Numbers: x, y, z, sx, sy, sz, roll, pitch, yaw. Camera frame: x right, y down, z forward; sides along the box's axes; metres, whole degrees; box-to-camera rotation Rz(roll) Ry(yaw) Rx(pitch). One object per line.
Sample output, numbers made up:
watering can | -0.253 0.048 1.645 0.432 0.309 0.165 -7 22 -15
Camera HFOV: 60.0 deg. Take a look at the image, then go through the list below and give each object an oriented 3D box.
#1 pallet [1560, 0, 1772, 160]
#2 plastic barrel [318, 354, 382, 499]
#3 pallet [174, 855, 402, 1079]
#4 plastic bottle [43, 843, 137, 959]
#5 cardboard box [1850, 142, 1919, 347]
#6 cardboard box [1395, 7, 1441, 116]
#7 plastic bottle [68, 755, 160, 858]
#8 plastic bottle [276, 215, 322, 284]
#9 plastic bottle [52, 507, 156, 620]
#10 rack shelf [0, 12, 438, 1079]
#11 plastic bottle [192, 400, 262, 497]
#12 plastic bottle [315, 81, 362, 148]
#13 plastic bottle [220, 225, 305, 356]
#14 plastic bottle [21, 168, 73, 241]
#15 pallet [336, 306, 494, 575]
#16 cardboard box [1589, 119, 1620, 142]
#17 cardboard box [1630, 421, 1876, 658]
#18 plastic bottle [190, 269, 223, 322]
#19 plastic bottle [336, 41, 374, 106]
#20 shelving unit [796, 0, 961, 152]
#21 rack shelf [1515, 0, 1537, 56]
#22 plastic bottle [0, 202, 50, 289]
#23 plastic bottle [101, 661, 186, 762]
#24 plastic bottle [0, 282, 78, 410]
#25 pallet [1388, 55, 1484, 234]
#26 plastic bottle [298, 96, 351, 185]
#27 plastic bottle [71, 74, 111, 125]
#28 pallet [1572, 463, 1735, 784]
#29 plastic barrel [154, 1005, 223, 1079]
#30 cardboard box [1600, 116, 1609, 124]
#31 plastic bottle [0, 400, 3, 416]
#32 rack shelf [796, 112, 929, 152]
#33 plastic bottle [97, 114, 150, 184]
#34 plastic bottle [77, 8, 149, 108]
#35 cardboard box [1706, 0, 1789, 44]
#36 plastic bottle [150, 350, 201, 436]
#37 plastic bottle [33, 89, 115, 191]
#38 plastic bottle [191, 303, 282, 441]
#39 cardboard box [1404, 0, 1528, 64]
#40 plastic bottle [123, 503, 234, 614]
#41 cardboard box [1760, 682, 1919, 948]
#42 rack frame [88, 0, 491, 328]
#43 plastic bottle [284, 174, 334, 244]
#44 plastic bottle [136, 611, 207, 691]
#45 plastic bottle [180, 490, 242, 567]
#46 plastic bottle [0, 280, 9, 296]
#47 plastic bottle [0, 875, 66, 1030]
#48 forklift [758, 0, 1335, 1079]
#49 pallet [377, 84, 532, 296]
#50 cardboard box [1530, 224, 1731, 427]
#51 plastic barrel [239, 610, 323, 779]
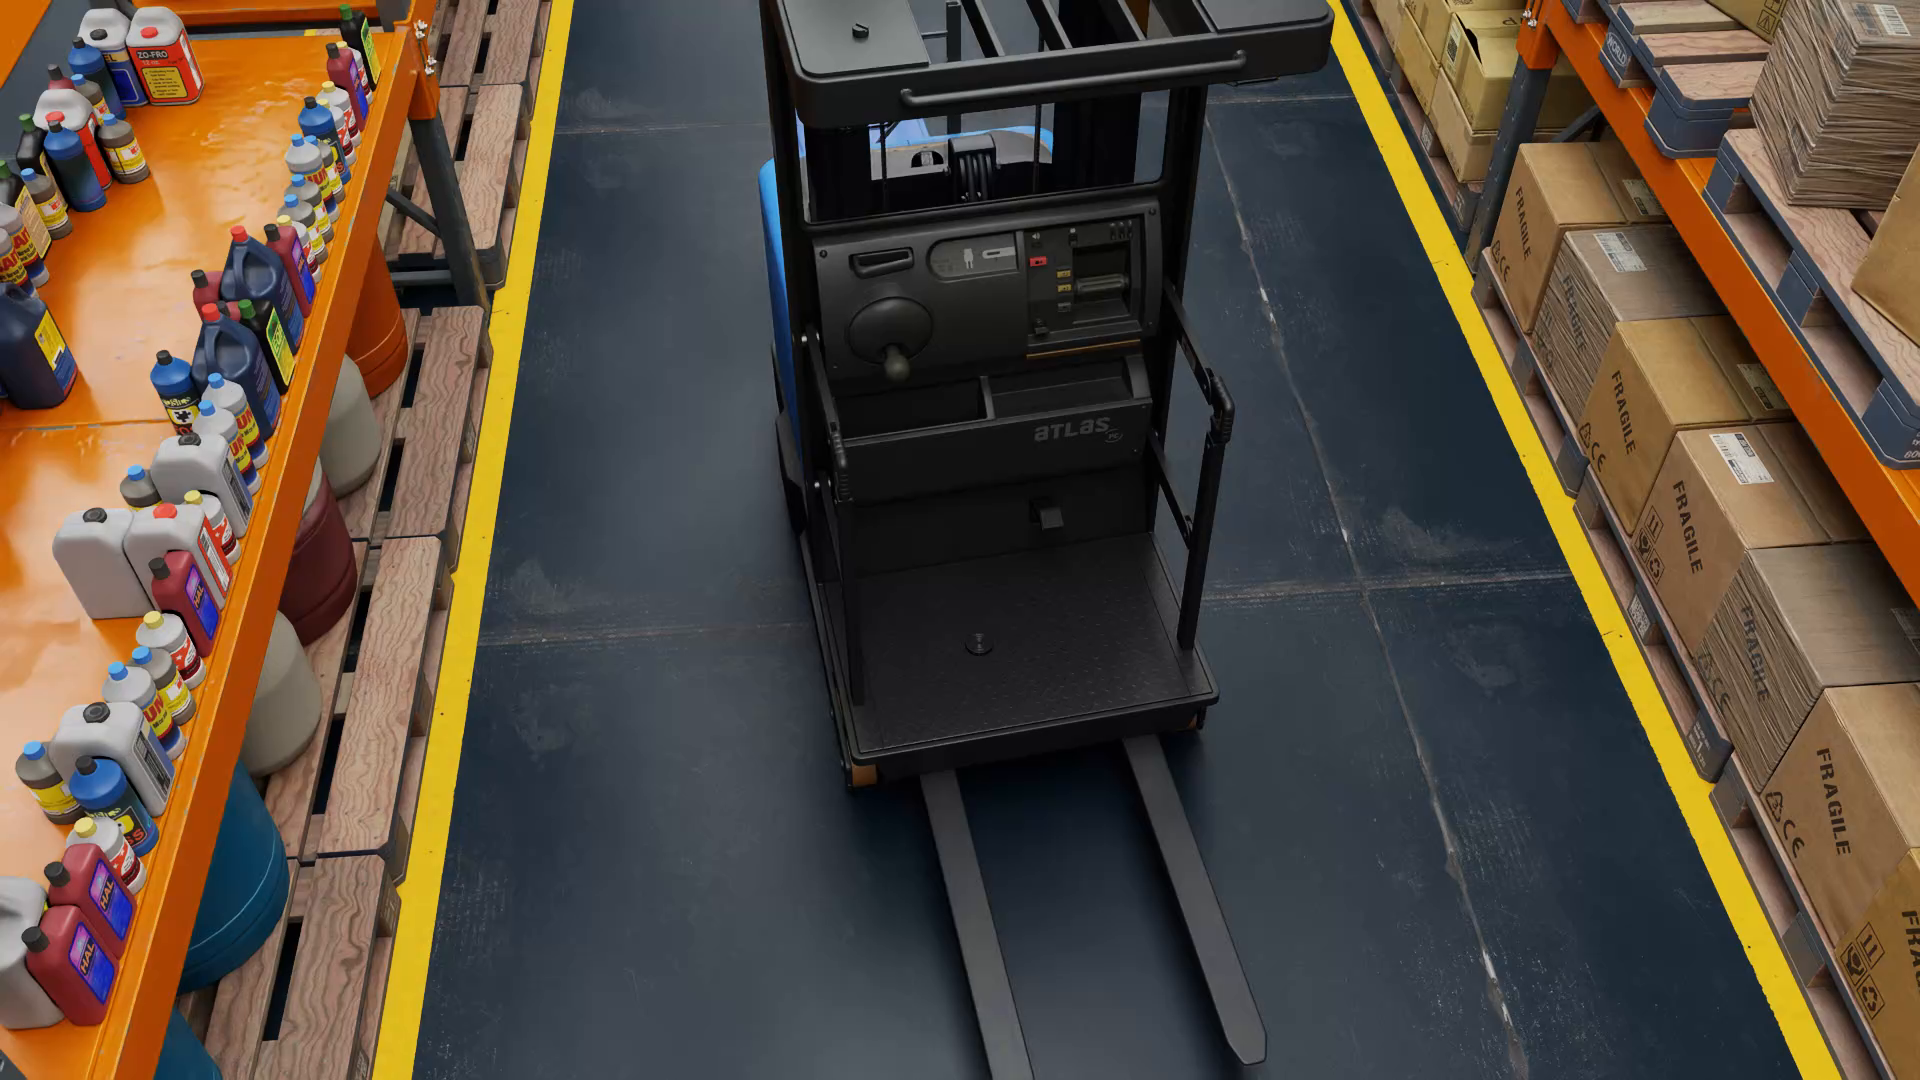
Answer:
pallet | 2.703 -1.627 5.357 1.213 0.211 1.003 -3 47 -3
plastic barrel | -2.166 -0.413 5.500 0.421 0.512 0.421 0 47 0
pallet | -2.049 1.412 4.268 1.003 0.211 1.213 -3 47 -3
plastic bottle | -1.642 0.666 3.134 0.061 0.283 0.133 -3 47 -3
cardboard box | 2.701 -0.738 4.025 0.700 0.500 0.500 -14 48 -13
cardboard box | 2.242 -2.116 7.293 0.500 0.250 0.500 -4 47 -4
plastic bottle | -1.678 0.517 3.283 0.097 0.271 0.097 0 47 0
plastic bottle | -1.834 -0.801 4.579 0.097 0.201 0.097 0 47 0
plastic bottle | -1.914 0.037 3.734 0.152 0.276 0.135 -3 47 -3
rack shelf | -2.193 -0.186 4.356 1.077 0.370 4.000 -3 47 -3
plastic bottle | -1.764 -0.224 3.984 0.097 0.271 0.097 0 47 0
plastic bottle | -1.891 -1.294 5.046 0.097 0.201 0.097 0 47 0
plastic bottle | -1.834 -0.652 4.336 0.144 0.351 0.185 -3 47 -3
plastic bottle | -2.614 -0.963 4.733 0.097 0.201 0.097 0 47 0
pallet | -2.253 -0.354 5.940 1.003 0.211 1.213 -3 47 -3
cardboard box | 2.825 -1.775 6.969 0.500 0.250 0.500 -4 47 -3
cardboard box | 2.464 -0.005 5.107 0.500 0.500 0.500 -5 47 -5
plastic bottle | -1.934 -0.604 4.337 0.061 0.283 0.133 -3 47 -3
plastic bottle | -1.910 -1.461 5.204 0.097 0.201 0.097 0 47 0
shelving unit | -0.351 -1.527 6.164 0.538 1.500 1.048 -9 47 -8
rack shelf | 2.408 -3.379 7.379 1.077 0.370 4.000 -3 47 -3
plastic bottle | -2.595 -0.820 4.549 0.097 0.271 0.097 0 47 0
plastic bottle | -1.698 0.349 3.442 0.097 0.271 0.097 0 47 0
plastic bottle | -2.381 -0.518 4.209 0.144 0.351 0.185 -3 47 -3
pallet | 2.546 -1.818 7.326 1.003 0.211 1.213 -3 47 -3
plastic bottle | -1.874 -1.177 4.888 0.097 0.271 0.097 0 47 0
plastic bottle | -2.656 -1.323 5.074 0.097 0.201 0.097 0 47 0
pallet | 2.700 0.203 5.412 1.003 0.211 1.213 -3 47 -3
plastic barrel | -2.054 1.196 3.707 0.600 0.901 0.708 -3 47 -3
cardboard box | 2.825 -1.967 6.766 0.500 0.311 0.500 -2 47 -2
plastic bottle | -2.521 -0.412 4.108 0.144 0.351 0.185 -3 47 -3
rack shelf | -0.351 -1.404 6.294 0.538 0.185 1.000 -9 47 -8
plastic bottle | -2.485 -1.166 4.925 0.097 0.201 0.097 0 47 0
plastic bottle | -2.646 -1.505 5.195 0.152 0.276 0.135 -3 47 -3
cardboard box | 2.741 -1.909 5.134 0.700 0.500 0.500 -18 49 -16
plastic bottle | -1.924 -0.356 4.110 0.097 0.271 0.097 0 47 0
plastic bottle | -2.608 -1.170 4.878 0.152 0.276 0.135 -3 47 -3
plastic bottle | -1.807 -0.422 4.118 0.144 0.351 0.185 -3 47 -3
cardboard box | 2.237 -2.310 7.090 0.500 0.311 0.500 -4 47 -4
plastic bottle | -1.762 0.028 3.743 0.152 0.276 0.135 -3 47 -3
cardboard box | 2.551 0.726 4.415 0.500 0.500 0.500 -3 47 -3
rack frame | -2.360 -1.881 5.465 1.000 3.000 0.127 -3 47 -3
plastic bottle | -1.850 -0.942 4.713 0.097 0.201 0.097 0 47 0
plastic bottle | -1.714 0.233 3.601 0.097 0.201 0.097 0 47 0
plastic bottle | -1.745 -0.032 3.851 0.097 0.201 0.097 0 47 0
plastic bottle | -2.595 -0.669 4.398 0.061 0.283 0.133 -3 47 -3
plastic bottle | -1.735 0.727 3.030 0.144 0.351 0.185 -3 47 -3
forklift | 0.131 -0.564 4.265 1.130 2.935 3.031 -9 47 -8
pallet | -2.387 -1.485 7.011 1.003 0.211 1.213 -3 47 -3
cardboard box | 2.379 -0.745 5.809 0.500 0.500 0.500 -5 47 -5
plastic barrel | -2.072 0.404 4.726 0.421 0.512 0.421 0 47 0
